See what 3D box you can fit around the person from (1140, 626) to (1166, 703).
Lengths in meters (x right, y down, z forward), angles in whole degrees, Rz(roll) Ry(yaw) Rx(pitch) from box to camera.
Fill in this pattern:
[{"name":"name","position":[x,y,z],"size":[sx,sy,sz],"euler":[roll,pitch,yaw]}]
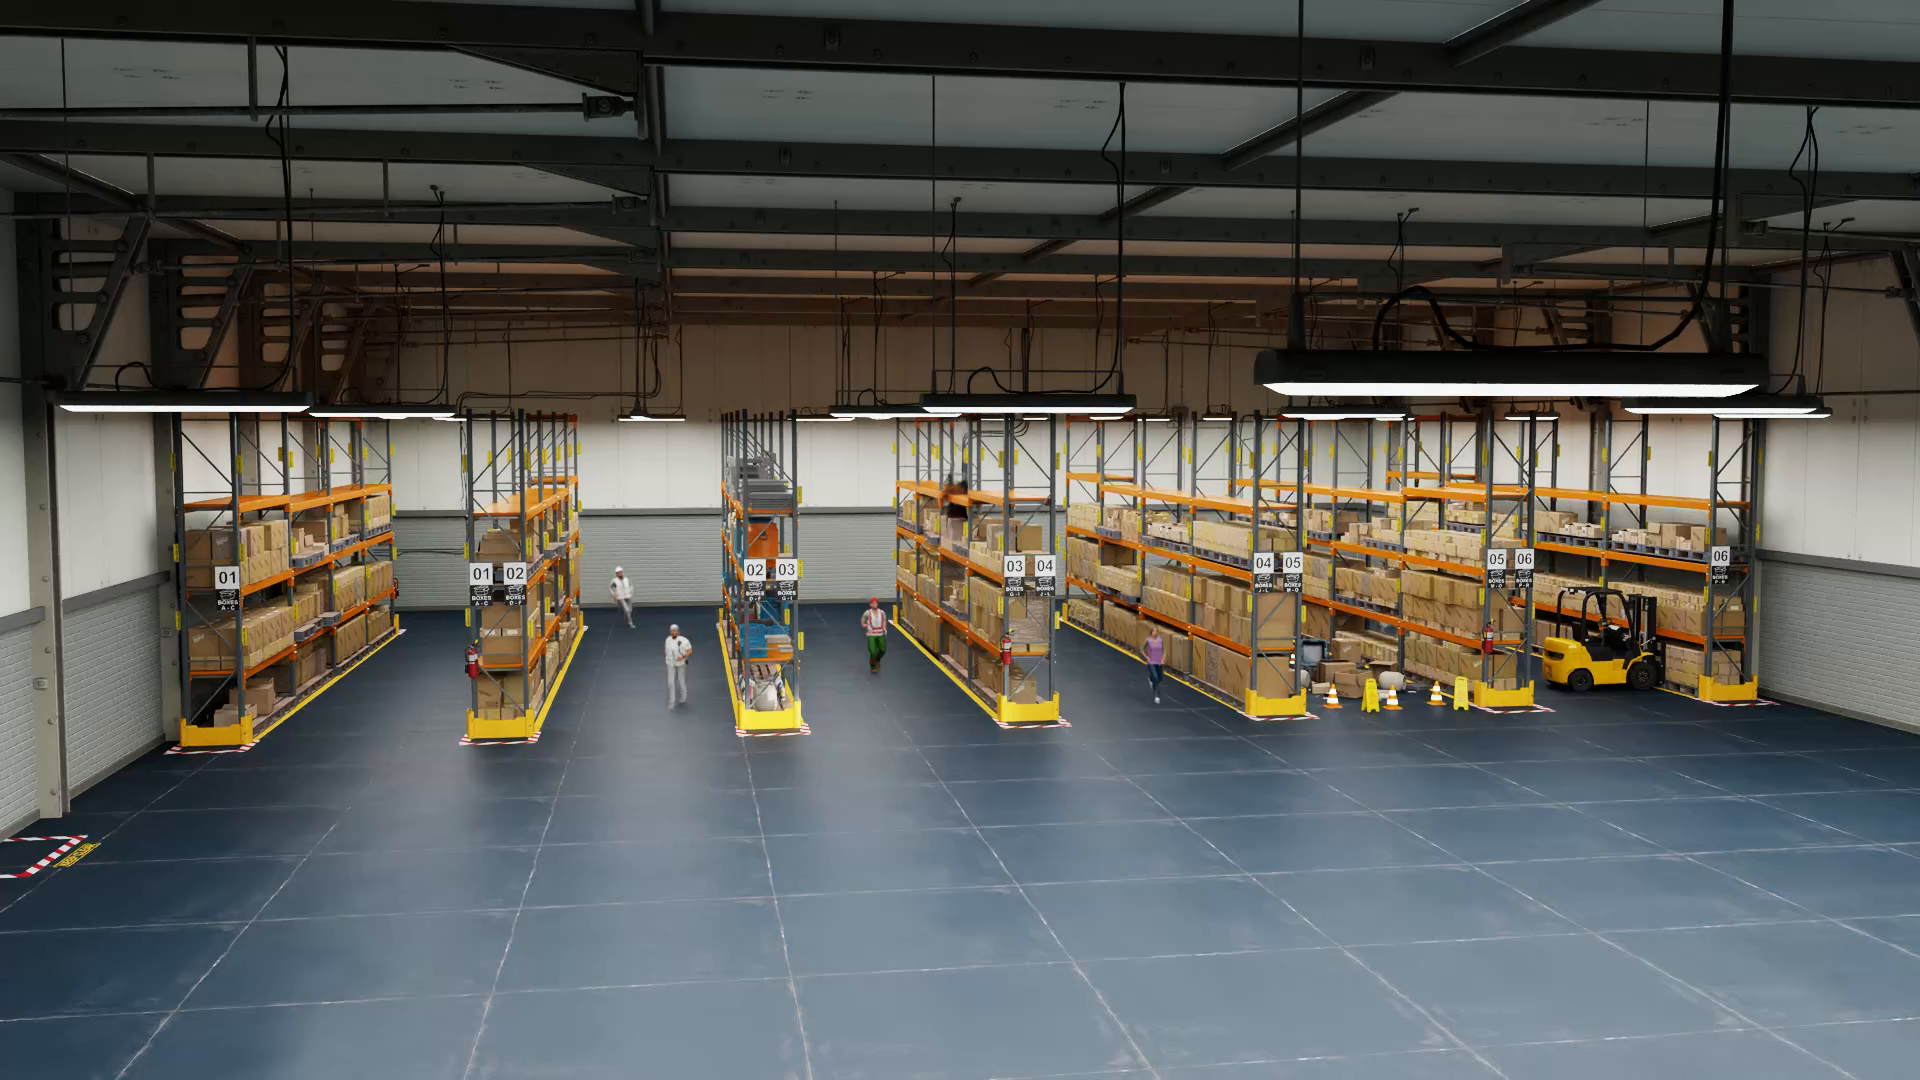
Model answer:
[{"name":"person","position":[4.008,2.564,34.468],"size":[0.539,1.561,0.770],"euler":[-1,4,-16]}]

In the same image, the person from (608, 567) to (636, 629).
[{"name":"person","position":[-9.456,1.618,46.543],"size":[0.715,1.721,0.830],"euler":[-3,5,-33]}]

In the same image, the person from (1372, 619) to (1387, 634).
[{"name":"person","position":[11.329,1.796,44.642],"size":[0.568,1.624,0.697],"euler":[-1,4,-17]}]

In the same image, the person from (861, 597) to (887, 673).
[{"name":"person","position":[-1.919,2.187,38.057],"size":[0.643,1.740,0.582],"euler":[-1,4,-20]}]

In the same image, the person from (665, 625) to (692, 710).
[{"name":"person","position":[-5.701,2.553,33.627],"size":[0.604,1.707,0.790],"euler":[0,4,6]}]
